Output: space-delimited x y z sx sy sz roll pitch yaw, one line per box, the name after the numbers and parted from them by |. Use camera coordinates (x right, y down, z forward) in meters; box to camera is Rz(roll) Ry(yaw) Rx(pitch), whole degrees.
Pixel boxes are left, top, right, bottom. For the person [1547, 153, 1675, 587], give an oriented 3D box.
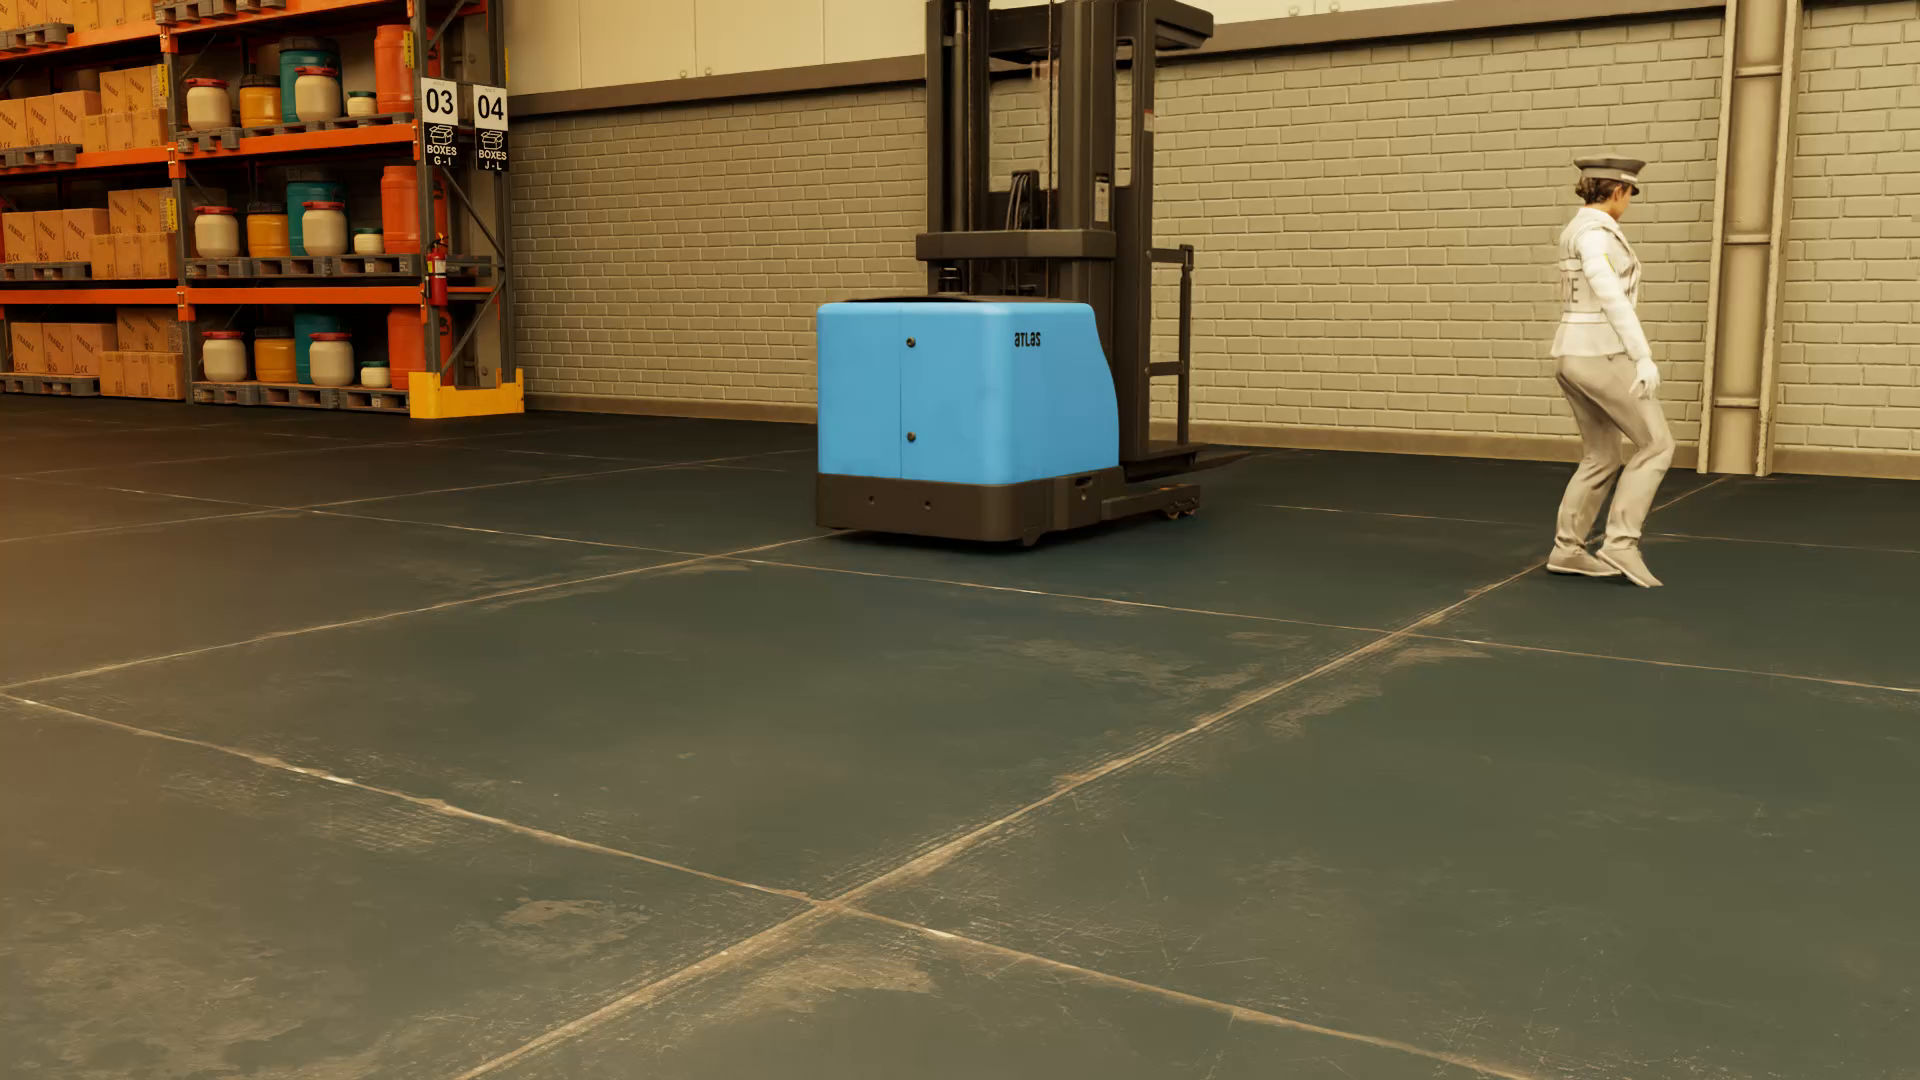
2.534 -0.648 6.483 0.442 1.685 0.837 2 8 11 | person

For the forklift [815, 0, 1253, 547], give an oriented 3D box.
0.573 -1.585 8.341 1.130 2.935 3.031 5 10 33 | forklift
